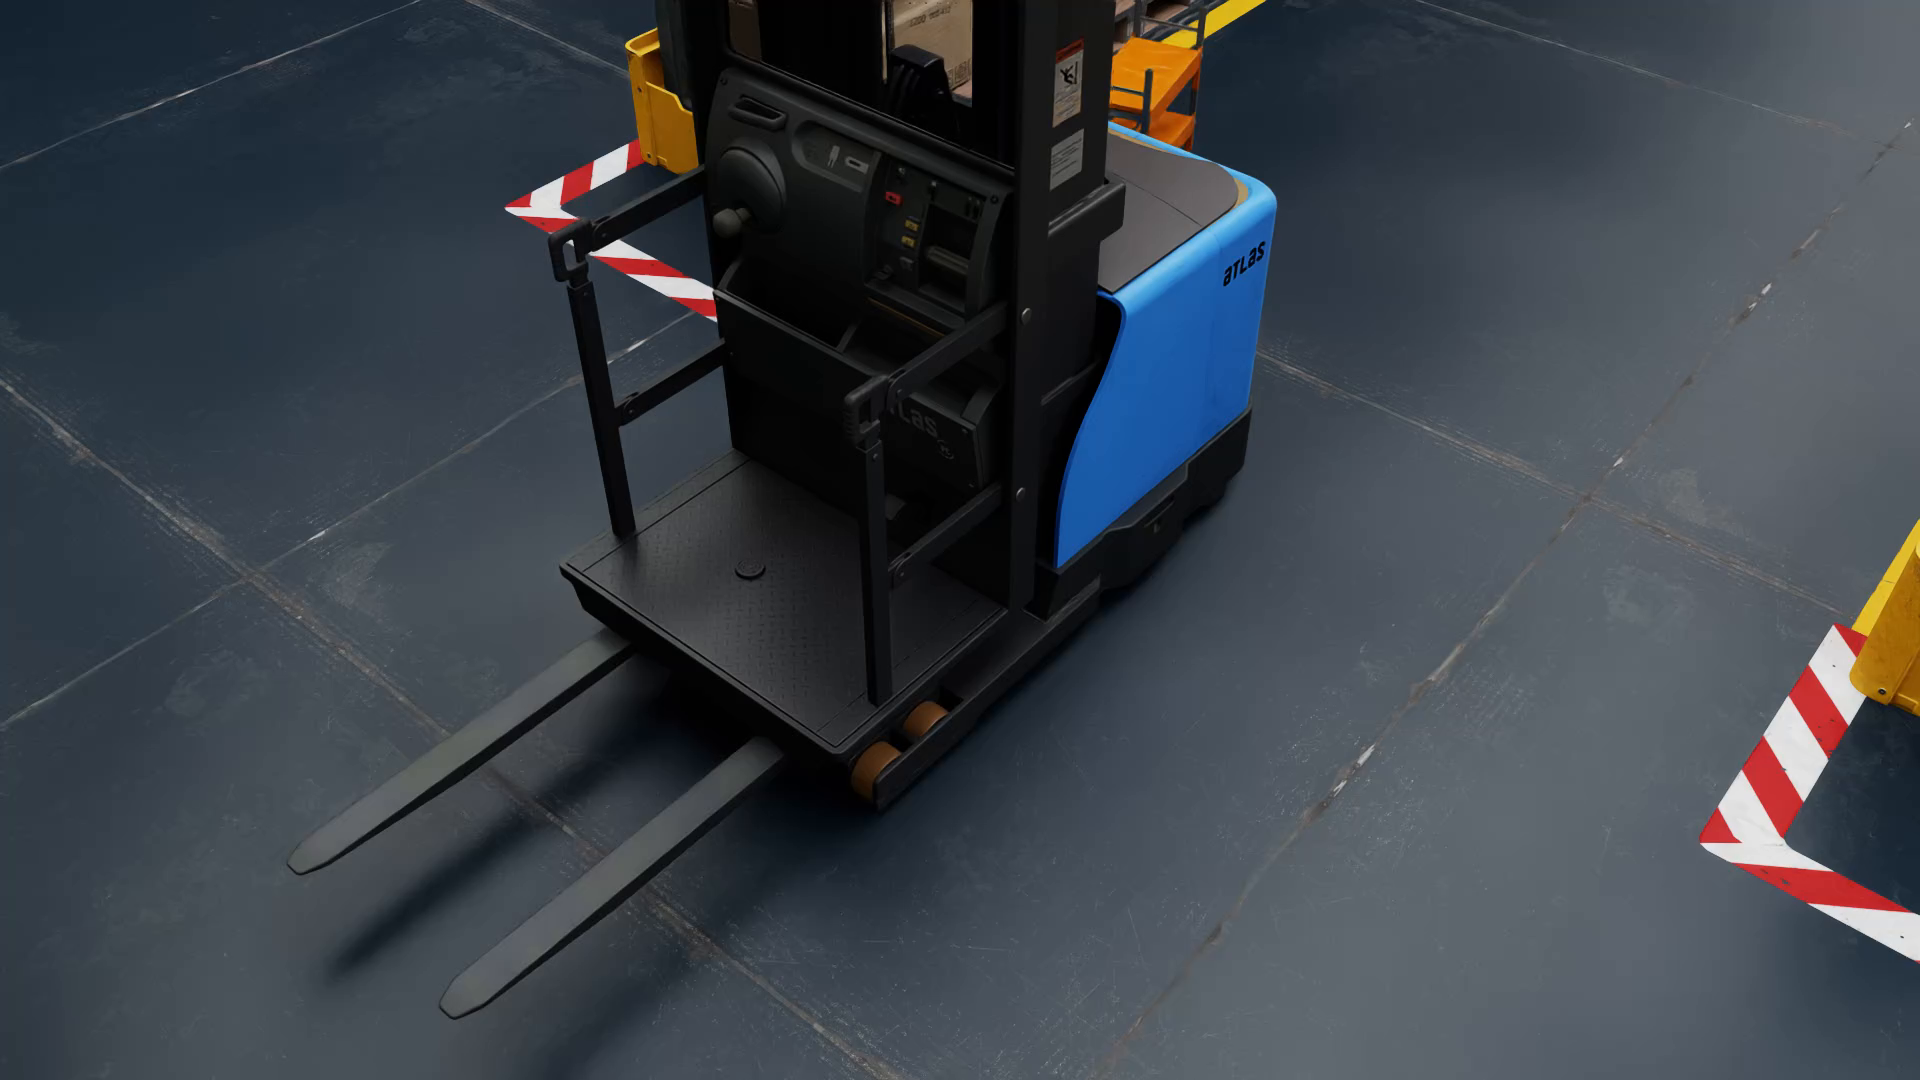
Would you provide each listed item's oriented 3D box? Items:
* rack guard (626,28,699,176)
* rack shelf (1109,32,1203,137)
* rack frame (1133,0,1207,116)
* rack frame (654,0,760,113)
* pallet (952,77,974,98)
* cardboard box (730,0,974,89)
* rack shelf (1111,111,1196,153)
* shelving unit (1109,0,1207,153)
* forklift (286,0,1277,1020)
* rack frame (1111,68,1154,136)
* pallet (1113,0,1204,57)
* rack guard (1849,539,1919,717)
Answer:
[{"bbox_3d":[-0.817,-1.643,6.685,1.175,0.500,0.348,29,50,28],"label":"rack guard"},{"bbox_3d":[0.580,-1.449,5.367,0.258,0.148,0.480,18,45,19],"label":"rack shelf"},{"bbox_3d":[0.684,-1.306,5.794,0.240,1.200,0.015,18,45,19],"label":"rack frame"},{"bbox_3d":[-0.801,-2.580,5.858,1.000,3.000,0.127,29,50,28],"label":"rack frame"},{"bbox_3d":[-0.347,-1.994,7.286,1.003,0.211,1.213,29,50,28],"label":"pallet"},{"bbox_3d":[-0.453,-2.171,7.000,0.875,0.438,0.875,28,49,27],"label":"cardboard box"},{"bbox_3d":[0.579,-1.274,5.526,0.258,0.148,0.480,18,45,19],"label":"rack shelf"},{"bbox_3d":[0.579,-1.158,5.631,0.258,1.200,0.503,18,45,19],"label":"shelving unit"},{"bbox_3d":[-0.409,-0.762,3.910,1.130,2.935,3.031,30,50,29],"label":"forklift"},{"bbox_3d":[0.473,-1.010,5.468,0.240,1.200,0.015,18,45,19],"label":"rack frame"},{"bbox_3d":[0.439,-2.619,7.974,1.003,0.211,1.213,29,50,28],"label":"pallet"},{"bbox_3d":[3.101,0.397,4.442,1.175,0.500,0.348,29,50,28],"label":"rack guard"}]
